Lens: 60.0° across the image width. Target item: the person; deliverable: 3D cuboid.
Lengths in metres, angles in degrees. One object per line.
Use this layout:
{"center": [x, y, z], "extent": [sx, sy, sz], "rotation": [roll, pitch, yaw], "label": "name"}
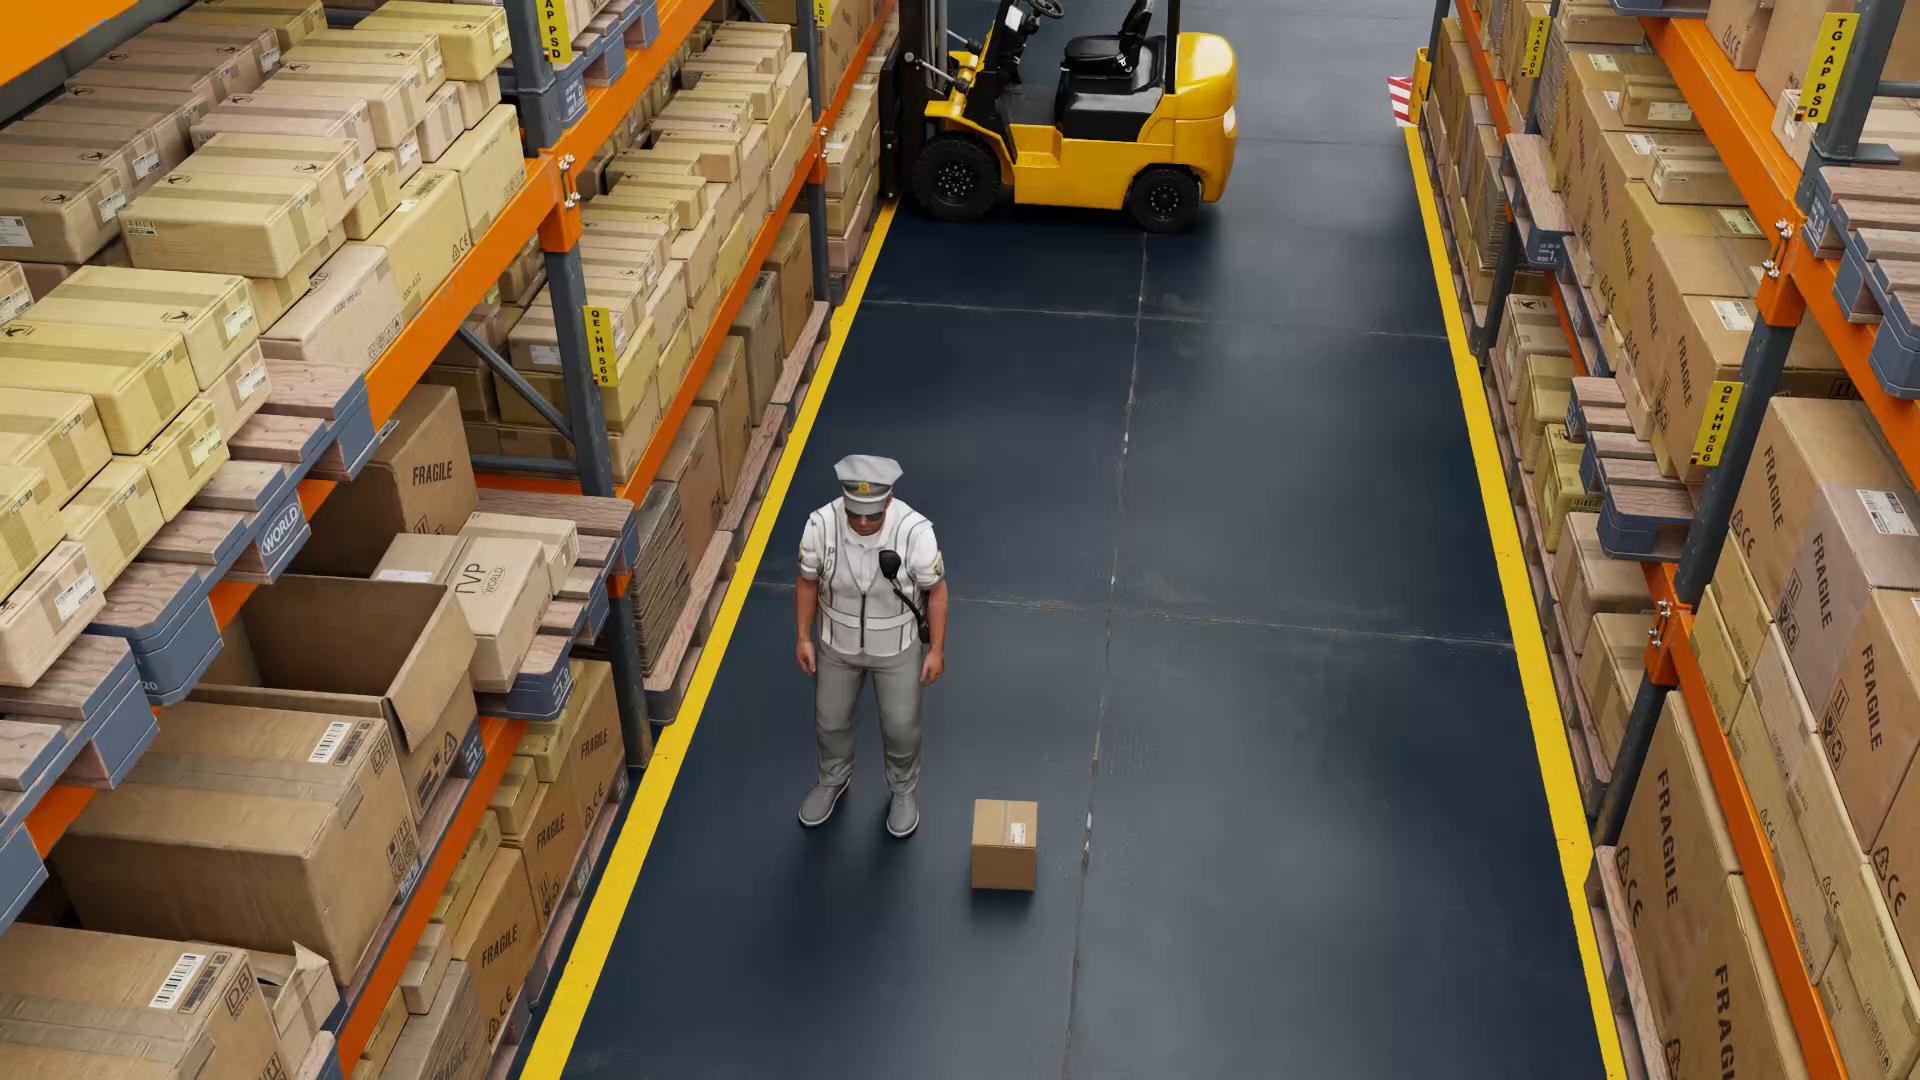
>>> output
{"center": [-0.411, 0.412, 6.463], "extent": [0.500, 1.750, 0.329], "rotation": [5, 36, 7], "label": "person"}
